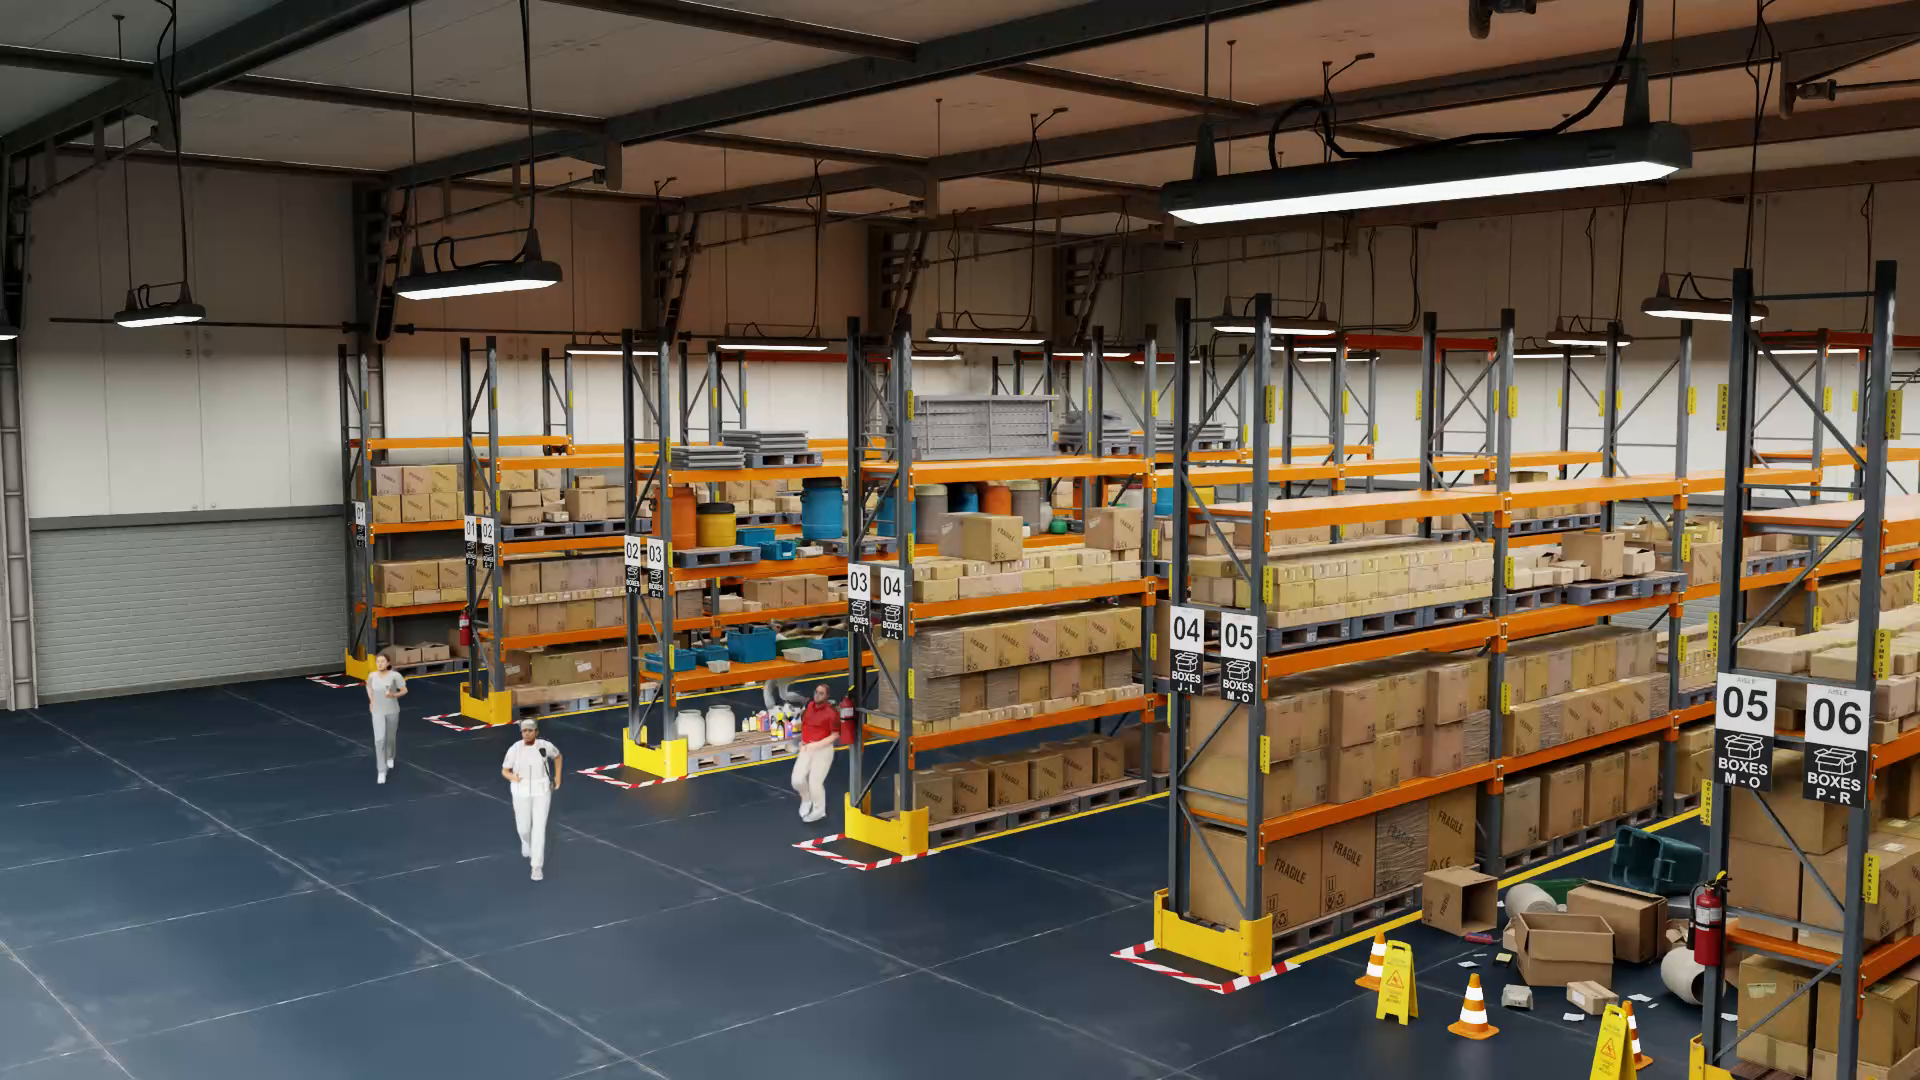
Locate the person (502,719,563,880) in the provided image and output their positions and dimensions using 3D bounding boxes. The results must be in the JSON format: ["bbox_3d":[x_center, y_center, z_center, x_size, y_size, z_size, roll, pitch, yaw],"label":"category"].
[{"bbox_3d":[-4.587,2.727,17.830,0.619,1.627,1.021,-1,5,-10],"label":"person"}]

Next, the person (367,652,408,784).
[{"bbox_3d":[-7.665,2.337,22.263,0.552,1.693,0.894,-1,5,-12],"label":"person"}]

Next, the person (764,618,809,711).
[{"bbox_3d":[-2.753,2.028,25.872,0.853,1.671,0.597,-4,7,-41],"label":"person"}]

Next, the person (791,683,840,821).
[{"bbox_3d":[-1.722,2.557,19.896,0.673,1.699,0.573,3,6,31],"label":"person"}]
